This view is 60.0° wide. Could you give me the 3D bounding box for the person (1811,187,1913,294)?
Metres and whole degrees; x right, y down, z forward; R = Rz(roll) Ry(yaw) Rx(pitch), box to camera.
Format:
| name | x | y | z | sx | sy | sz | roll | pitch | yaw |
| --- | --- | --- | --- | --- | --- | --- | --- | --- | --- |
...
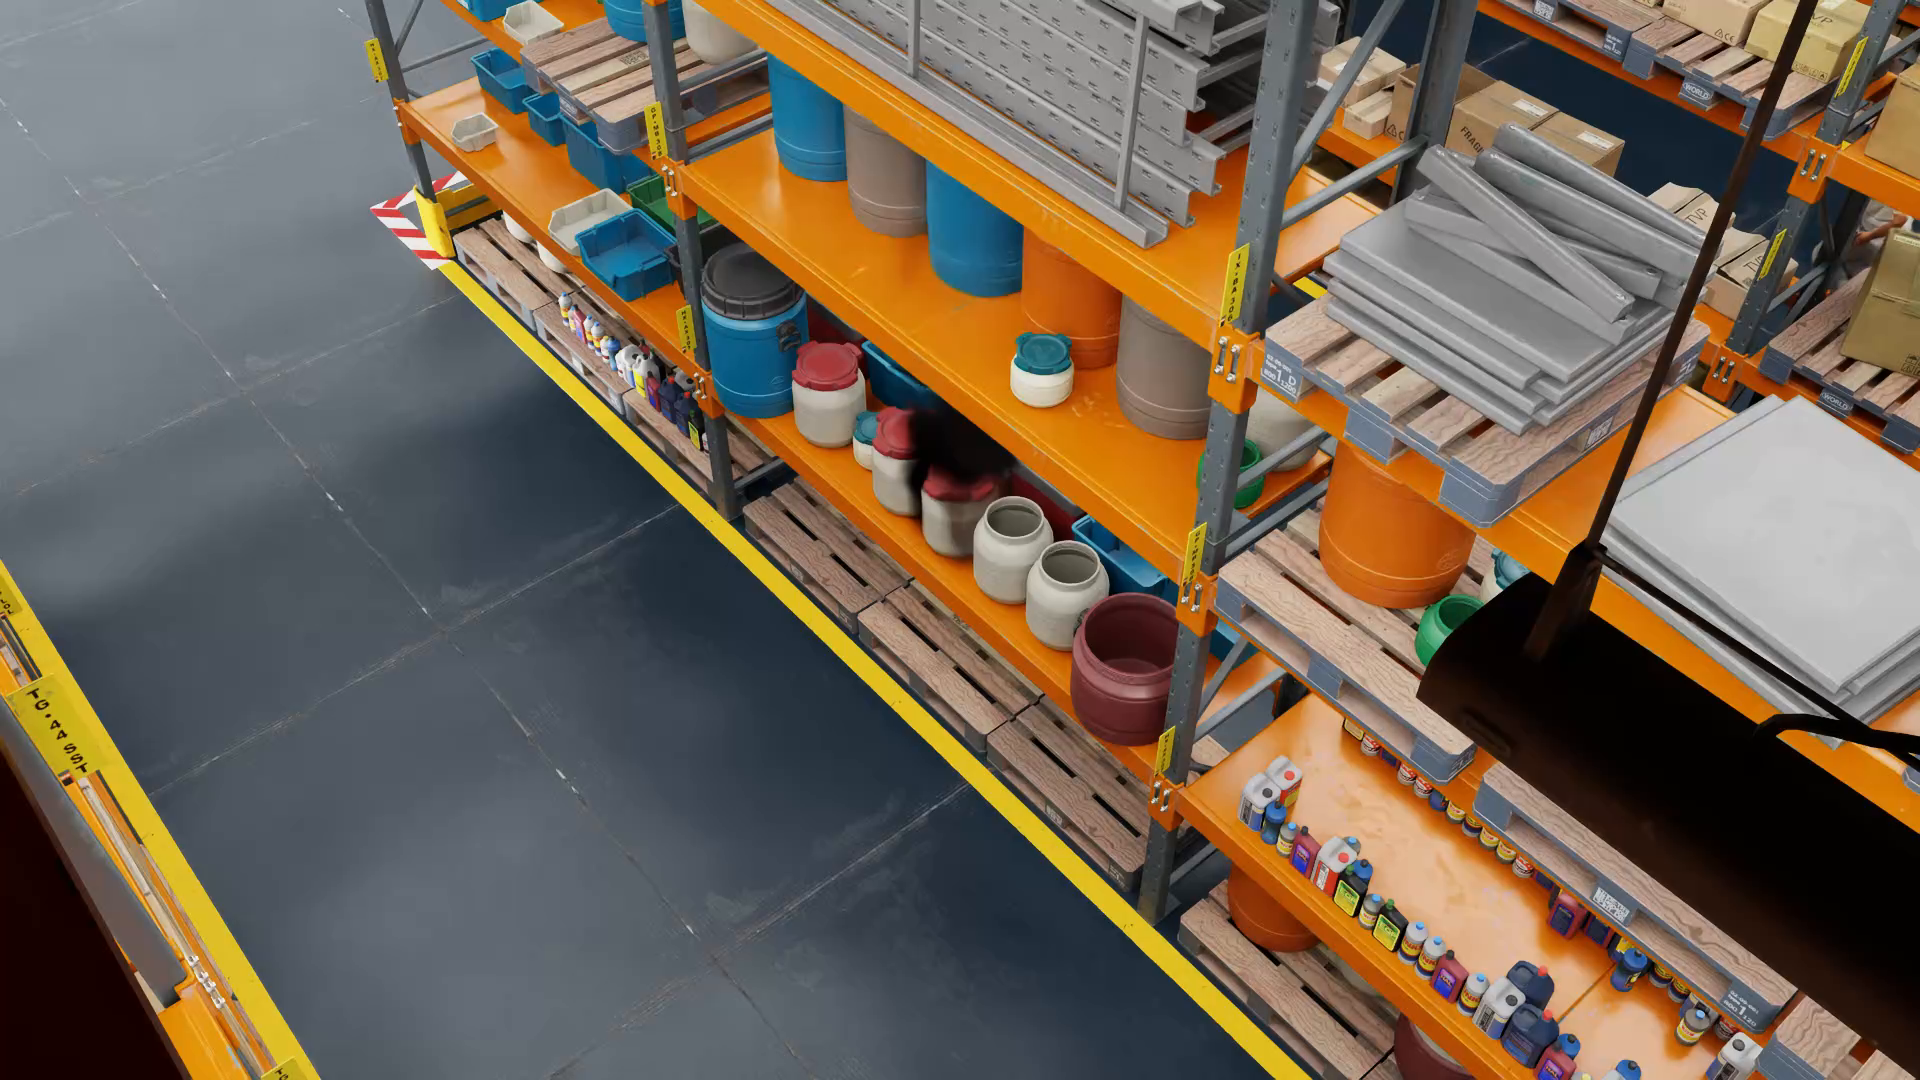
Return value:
| name | x | y | z | sx | sy | sz | roll | pitch | yaw |
| --- | --- | --- | --- | --- | --- | --- | --- | --- | --- |
| person | 6.548 | -2.240 | 11.982 | 0.592 | 1.629 | 0.577 | -30 | 54 | -26 |
